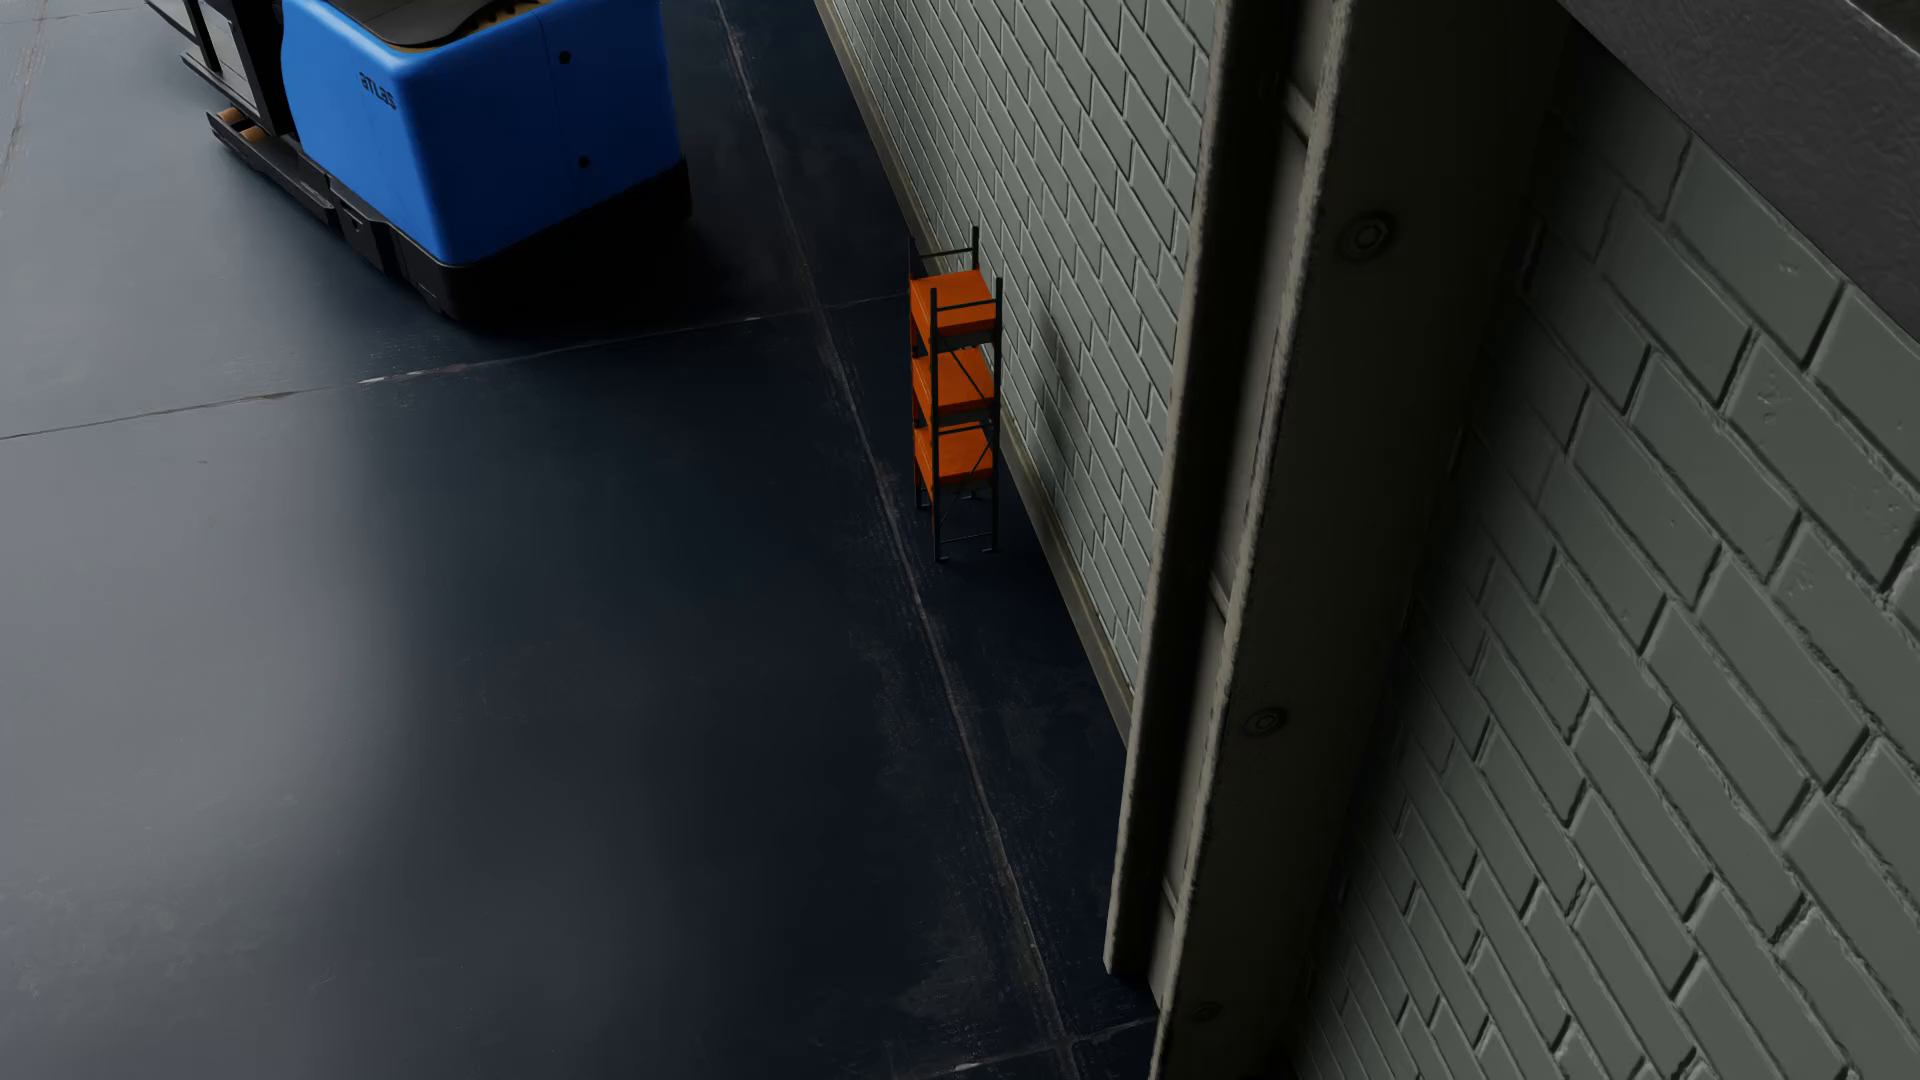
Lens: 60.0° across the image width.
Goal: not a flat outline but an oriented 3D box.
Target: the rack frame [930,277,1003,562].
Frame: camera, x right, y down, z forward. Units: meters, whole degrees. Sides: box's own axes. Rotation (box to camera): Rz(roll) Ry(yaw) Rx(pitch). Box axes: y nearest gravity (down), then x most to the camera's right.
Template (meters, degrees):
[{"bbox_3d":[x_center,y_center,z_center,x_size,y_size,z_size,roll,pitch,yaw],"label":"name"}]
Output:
[{"bbox_3d":[0.017,-0.320,4.829,0.200,1.050,0.008,-11,47,-10],"label":"rack frame"}]

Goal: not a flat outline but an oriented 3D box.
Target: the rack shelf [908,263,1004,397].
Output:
[{"bbox_3d":[-0.014,-0.596,4.716,0.215,0.259,0.240,-11,47,-10],"label":"rack shelf"}]

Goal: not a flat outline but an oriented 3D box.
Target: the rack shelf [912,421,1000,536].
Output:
[{"bbox_3d":[-0.014,-0.202,5.117,0.215,0.259,0.240,-11,47,-10],"label":"rack shelf"}]

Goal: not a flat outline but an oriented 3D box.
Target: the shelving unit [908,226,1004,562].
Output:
[{"bbox_3d":[-0.014,-0.404,4.911,0.215,1.050,0.252,-11,47,-10],"label":"shelving unit"}]

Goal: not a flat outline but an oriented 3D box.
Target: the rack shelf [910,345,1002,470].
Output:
[{"bbox_3d":[-0.014,-0.397,4.919,0.215,0.259,0.240,-11,47,-10],"label":"rack shelf"}]

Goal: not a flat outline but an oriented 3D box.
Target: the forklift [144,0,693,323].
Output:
[{"bbox_3d":[-2.411,-2.752,5.895,1.130,2.935,3.031,-35,55,-29],"label":"forklift"}]

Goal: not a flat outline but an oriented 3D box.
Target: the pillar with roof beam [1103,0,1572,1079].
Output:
[{"bbox_3d":[-3.601,-1.199,0.124,9.100,9.000,0.400,-11,47,-10],"label":"pillar with roof beam"}]

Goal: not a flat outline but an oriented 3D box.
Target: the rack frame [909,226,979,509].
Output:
[{"bbox_3d":[-0.045,-0.489,4.994,0.200,1.050,0.008,-11,47,-10],"label":"rack frame"}]
